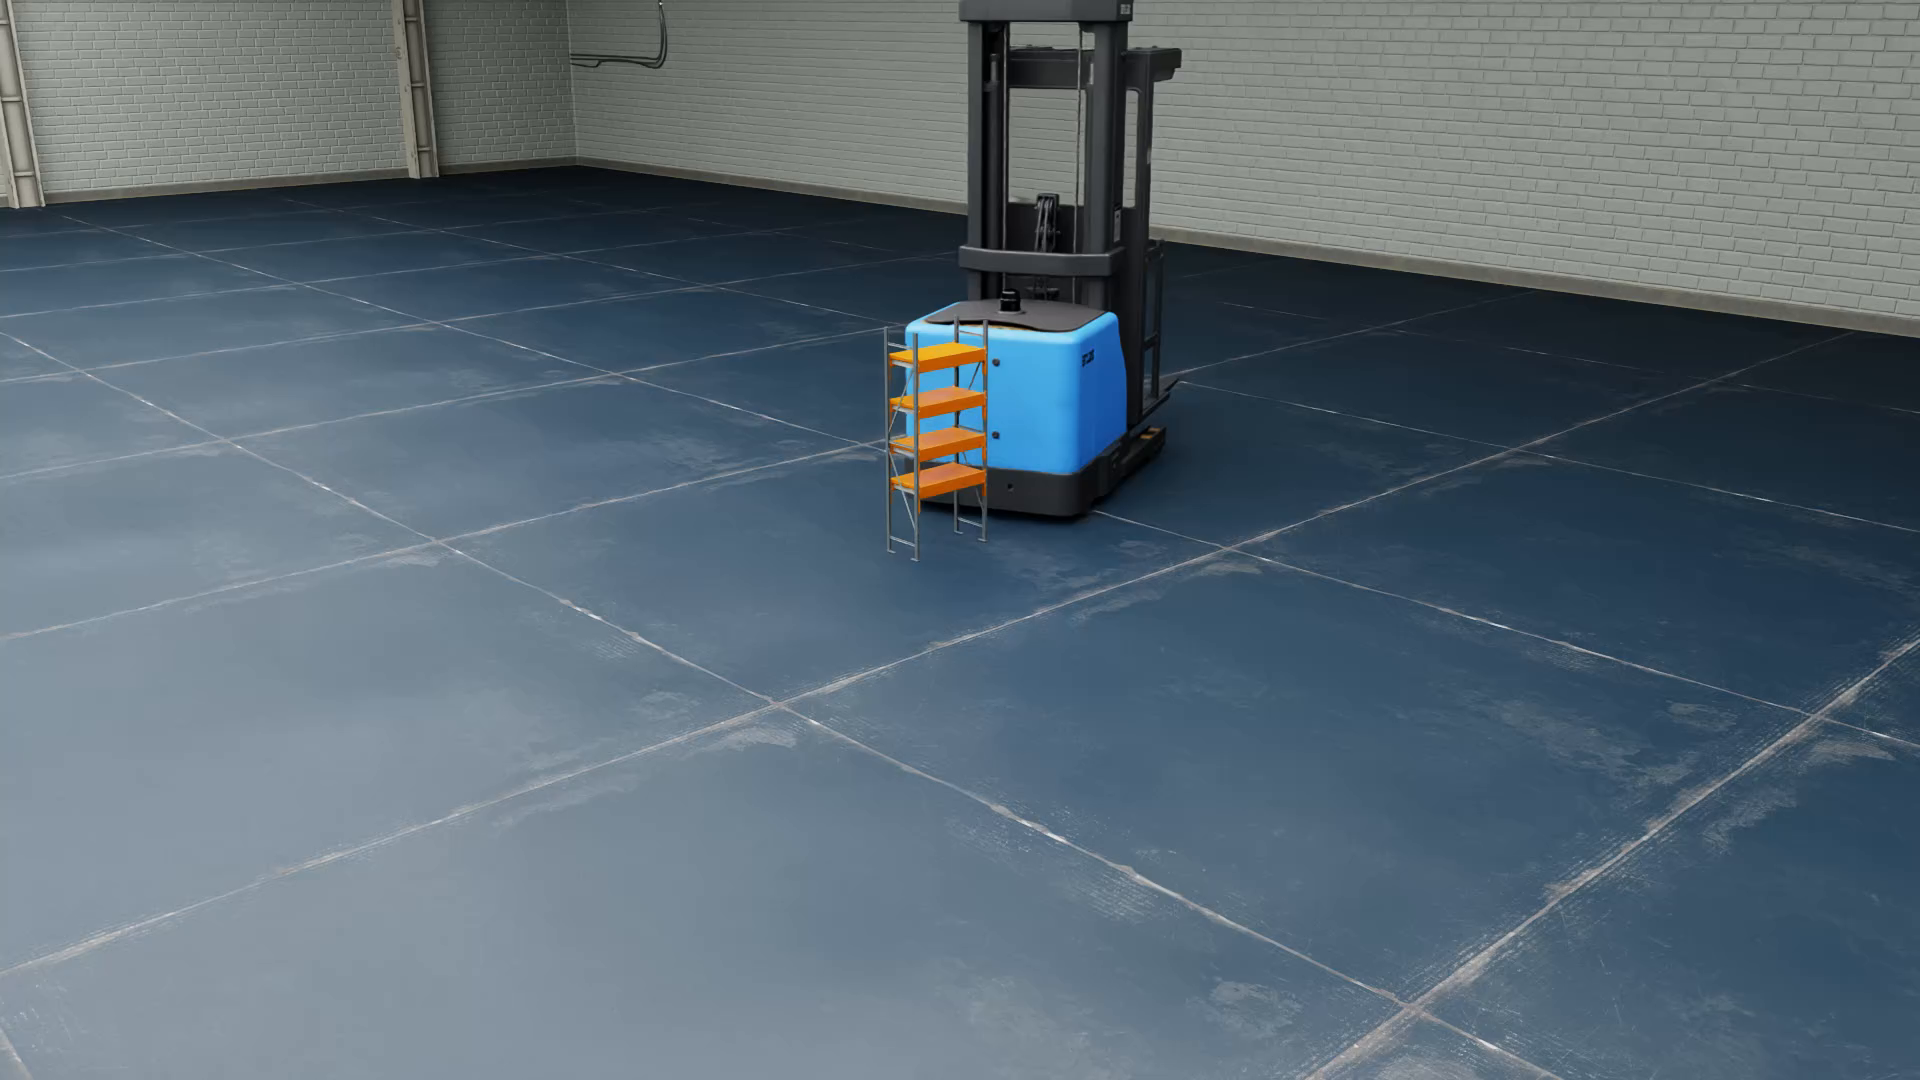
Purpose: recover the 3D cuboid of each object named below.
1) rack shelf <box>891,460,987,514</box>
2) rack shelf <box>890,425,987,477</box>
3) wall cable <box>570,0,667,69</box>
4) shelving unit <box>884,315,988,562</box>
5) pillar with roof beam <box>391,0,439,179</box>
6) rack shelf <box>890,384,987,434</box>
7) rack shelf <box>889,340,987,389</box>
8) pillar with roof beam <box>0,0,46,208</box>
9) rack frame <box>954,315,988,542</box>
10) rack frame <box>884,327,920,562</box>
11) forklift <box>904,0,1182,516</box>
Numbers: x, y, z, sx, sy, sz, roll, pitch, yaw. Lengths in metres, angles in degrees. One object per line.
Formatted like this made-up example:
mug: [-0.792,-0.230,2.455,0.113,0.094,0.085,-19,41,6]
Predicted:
rack shelf: [-0.120,-0.283,8.773,0.480,0.148,0.258,-16,24,-41]
rack shelf: [-0.120,-0.472,8.712,0.480,0.148,0.258,-16,24,-41]
wall cable: [-5.816,-9.135,27.604,0.112,2.526,3.097,-16,24,-41]
shelving unit: [-0.120,-0.536,8.691,0.503,1.200,0.258,-16,24,-41]
pillar with roof beam: [-5.907,-9.320,23.139,0.400,9.000,9.100,-16,24,-41]
rack shelf: [-0.120,-0.684,8.643,0.480,0.148,0.258,-16,24,-41]
rack shelf: [-0.120,-0.909,8.570,0.480,0.148,0.258,-16,24,-41]
pillar with roof beam: [-10.267,-8.048,19.217,0.400,9.000,9.100,-16,24,-41]
rack frame: [0.057,-0.587,8.851,0.015,1.200,0.240,-16,24,-41]
rack frame: [-0.298,-0.484,8.532,0.015,1.200,0.240,-16,24,-41]
forklift: [0.687,-1.940,10.215,1.130,2.935,3.031,7,19,20]
